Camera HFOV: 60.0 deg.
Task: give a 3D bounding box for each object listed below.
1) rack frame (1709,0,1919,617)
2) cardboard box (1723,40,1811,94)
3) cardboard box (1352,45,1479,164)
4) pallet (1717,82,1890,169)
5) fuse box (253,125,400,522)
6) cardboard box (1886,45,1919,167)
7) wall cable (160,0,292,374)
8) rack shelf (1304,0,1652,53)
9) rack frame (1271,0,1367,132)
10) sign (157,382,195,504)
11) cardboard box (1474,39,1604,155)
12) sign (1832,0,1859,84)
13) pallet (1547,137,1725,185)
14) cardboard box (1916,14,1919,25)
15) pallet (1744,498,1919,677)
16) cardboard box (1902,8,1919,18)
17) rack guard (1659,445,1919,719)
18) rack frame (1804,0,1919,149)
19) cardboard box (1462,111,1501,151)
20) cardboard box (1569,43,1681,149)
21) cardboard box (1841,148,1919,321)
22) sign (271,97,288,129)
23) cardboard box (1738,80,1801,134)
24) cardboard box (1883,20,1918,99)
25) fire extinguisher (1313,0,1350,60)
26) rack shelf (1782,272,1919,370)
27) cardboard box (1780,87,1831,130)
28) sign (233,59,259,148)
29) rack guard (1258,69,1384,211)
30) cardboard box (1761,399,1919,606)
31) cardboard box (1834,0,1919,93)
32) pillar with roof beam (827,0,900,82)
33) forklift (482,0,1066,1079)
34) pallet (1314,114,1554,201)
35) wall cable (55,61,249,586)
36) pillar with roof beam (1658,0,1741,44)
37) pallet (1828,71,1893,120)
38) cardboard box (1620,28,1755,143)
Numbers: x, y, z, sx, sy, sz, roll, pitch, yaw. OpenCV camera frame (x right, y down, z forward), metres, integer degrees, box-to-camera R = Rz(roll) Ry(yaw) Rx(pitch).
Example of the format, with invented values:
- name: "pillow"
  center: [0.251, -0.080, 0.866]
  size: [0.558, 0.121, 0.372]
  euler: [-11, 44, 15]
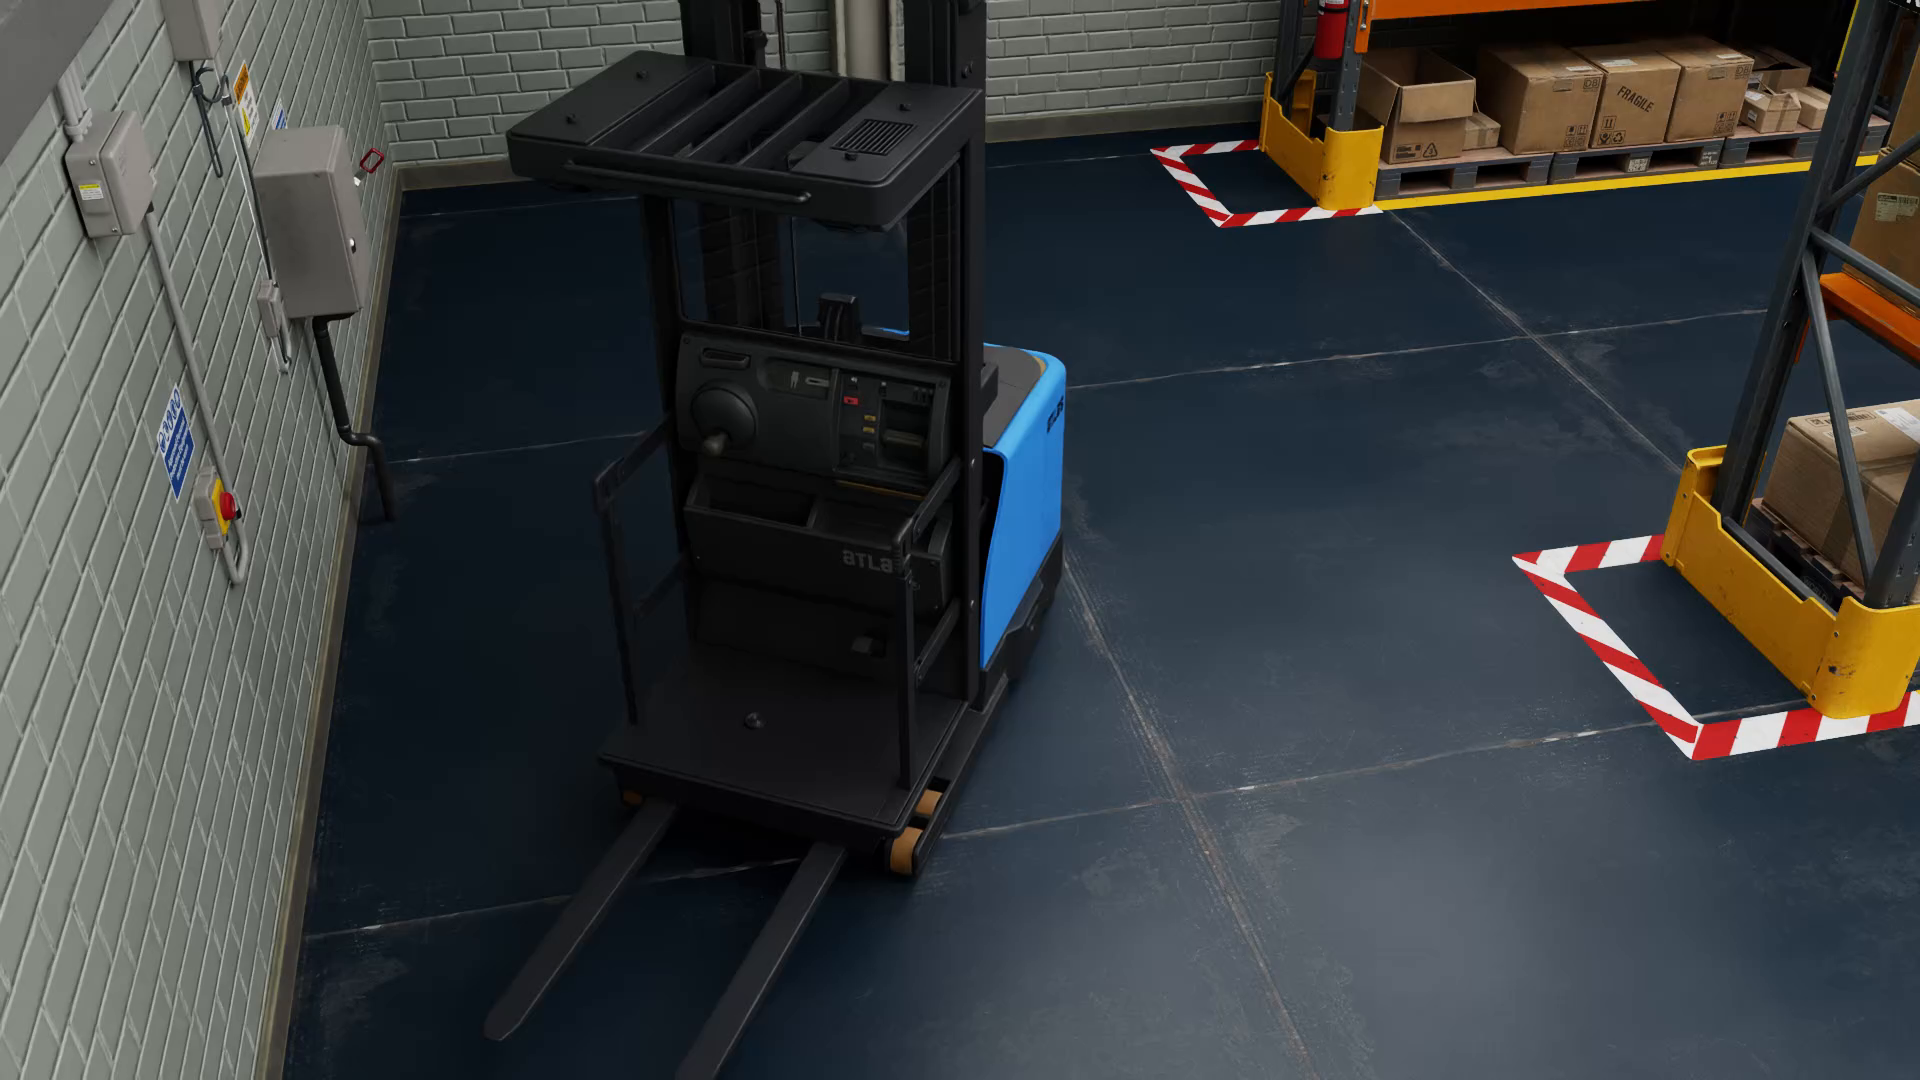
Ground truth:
- name: "rack frame"
  center: [3.314, -0.906, 5.908]
  size: [0.127, 3.000, 1.000]
  euler: [-7, 35, -11]
- name: "cardboard box"
  center: [5.421, -3.200, 11.363]
  size: [0.500, 0.311, 0.500]
  euler: [-6, 34, -9]
- name: "cardboard box"
  center: [2.833, -2.765, 10.542]
  size: [0.637, 0.503, 0.797]
  euler: [-9, 35, -12]
- name: "pallet"
  center: [5.447, -2.853, 11.313]
  size: [1.213, 0.211, 1.003]
  euler: [-7, 35, -11]
- name: "fuse box"
  center: [-2.501, -0.825, 6.944]
  size: [0.414, 1.711, 0.539]
  euler: [-7, 35, -11]
- name: "cardboard box"
  center: [3.732, -1.552, 5.883]
  size: [0.500, 0.500, 0.500]
  euler: [-6, 34, -9]
- name: "wall cable"
  center: [-2.504, -1.392, 5.720]
  size: [0.122, 1.984, 0.588]
  euler: [-7, 35, -11]
- name: "rack shelf"
  center: [4.167, -3.551, 10.495]
  size: [4.000, 0.370, 1.077]
  euler: [-7, 35, -11]
- name: "rack frame"
  center: [2.216, -3.603, 9.928]
  size: [0.127, 3.000, 1.000]
  euler: [-7, 35, -11]
- name: "sign"
  center: [-2.229, -0.279, 4.731]
  size: [0.001, 0.218, 0.327]
  euler: [-7, 35, -11]
- name: "cardboard box"
  center: [3.676, -2.848, 10.668]
  size: [0.500, 0.500, 0.700]
  euler: [-6, 34, -9]
- name: "sign"
  center: [3.208, -1.782, 5.962]
  size: [0.005, 0.325, 0.100]
  euler: [-7, 35, -11]
- name: "pallet"
  center: [4.255, -2.701, 11.086]
  size: [1.213, 0.211, 1.003]
  euler: [-7, 35, -11]
- name: "cardboard box"
  center: [6.526, -3.400, 10.910]
  size: [0.250, 0.149, 0.380]
  euler: [-6, 34, -8]
- name: "pallet"
  center: [4.077, 0.111, 6.895]
  size: [1.213, 0.211, 1.003]
  euler: [-7, 35, -11]
- name: "cardboard box"
  center: [6.413, -3.703, 11.360]
  size: [0.250, 0.149, 0.380]
  euler: [-9, 35, -12]
- name: "rack guard"
  center: [3.291, 0.135, 6.601]
  size: [0.348, 0.500, 1.175]
  euler: [-7, 35, -11]
- name: "rack frame"
  center: [6.117, -4.095, 10.661]
  size: [0.127, 3.000, 1.000]
  euler: [-7, 35, -11]
- name: "cardboard box"
  center: [3.256, -2.649, 10.687]
  size: [0.250, 0.149, 0.380]
  euler: [-9, 35, -12]
- name: "cardboard box"
  center: [4.213, -2.858, 10.684]
  size: [0.500, 0.500, 0.500]
  euler: [-7, 34, -10]
- name: "cardboard box"
  center: [3.727, -1.151, 6.183]
  size: [0.500, 0.500, 0.500]
  euler: [-7, 34, -10]
- name: "sign"
  center: [-2.812, -1.564, 6.973]
  size: [0.001, 0.494, 0.329]
  euler: [-7, 35, -11]
- name: "cardboard box"
  center: [5.290, -2.862, 10.900]
  size: [0.258, 0.266, 0.396]
  euler: [-6, 34, -9]
- name: "cardboard box"
  center: [6.639, -3.169, 11.147]
  size: [0.500, 0.500, 0.500]
  euler: [-6, 34, -8]
- name: "fire extinguisher"
  center: [2.174, -3.147, 9.652]
  size: [0.183, 0.674, 0.296]
  euler: [-7, 35, -11]
- name: "rack shelf"
  center: [5.265, -0.853, 6.475]
  size: [4.000, 0.370, 1.077]
  euler: [-7, 35, -11]
- name: "cardboard box"
  center: [5.639, -2.858, 10.998]
  size: [0.250, 0.149, 0.380]
  euler: [-8, 35, -12]
- name: "sign"
  center: [-2.691, -1.647, 6.272]
  size: [0.001, 0.242, 0.339]
  euler: [-7, 35, -11]
- name: "rack guard"
  center: [2.290, -2.575, 10.638]
  size: [0.348, 0.500, 1.175]
  euler: [-7, 35, -11]
- name: "cardboard box"
  center: [3.936, -0.152, 6.707]
  size: [0.875, 0.438, 0.875]
  euler: [-8, 35, -12]
- name: "cardboard box"
  center: [6.531, -3.453, 11.570]
  size: [0.500, 0.500, 0.500]
  euler: [-7, 35, -11]
- name: "pillar with roof beam"
  center: [0.337, -3.913, 5.006]
  size: [0.400, 9.000, 9.100]
  euler: [-7, 35, -11]
- name: "forklift"
  center: [-0.547, -0.351, 5.143]
  size: [1.130, 2.935, 3.031]
  euler: [11, 35, 16]
- name: "pallet"
  center: [3.067, -2.553, 10.866]
  size: [1.213, 0.211, 1.003]
  euler: [-7, 35, -11]
- name: "wall cable"
  center: [-2.180, -0.635, 4.565]
  size: [0.123, 1.953, 0.585]
  euler: [-7, 35, -11]
- name: "pillar with roof beam"
  center: [6.189, -4.651, 6.105]
  size: [0.400, 9.000, 9.100]
  euler: [-7, 35, -11]
- name: "pallet"
  center: [6.902, -3.058, 11.617]
  size: [1.213, 0.211, 1.003]
  euler: [-7, 35, -11]
- name: "cardboard box"
  center: [4.688, -2.975, 10.858]
  size: [0.500, 0.500, 0.700]
  euler: [-8, 35, -12]
